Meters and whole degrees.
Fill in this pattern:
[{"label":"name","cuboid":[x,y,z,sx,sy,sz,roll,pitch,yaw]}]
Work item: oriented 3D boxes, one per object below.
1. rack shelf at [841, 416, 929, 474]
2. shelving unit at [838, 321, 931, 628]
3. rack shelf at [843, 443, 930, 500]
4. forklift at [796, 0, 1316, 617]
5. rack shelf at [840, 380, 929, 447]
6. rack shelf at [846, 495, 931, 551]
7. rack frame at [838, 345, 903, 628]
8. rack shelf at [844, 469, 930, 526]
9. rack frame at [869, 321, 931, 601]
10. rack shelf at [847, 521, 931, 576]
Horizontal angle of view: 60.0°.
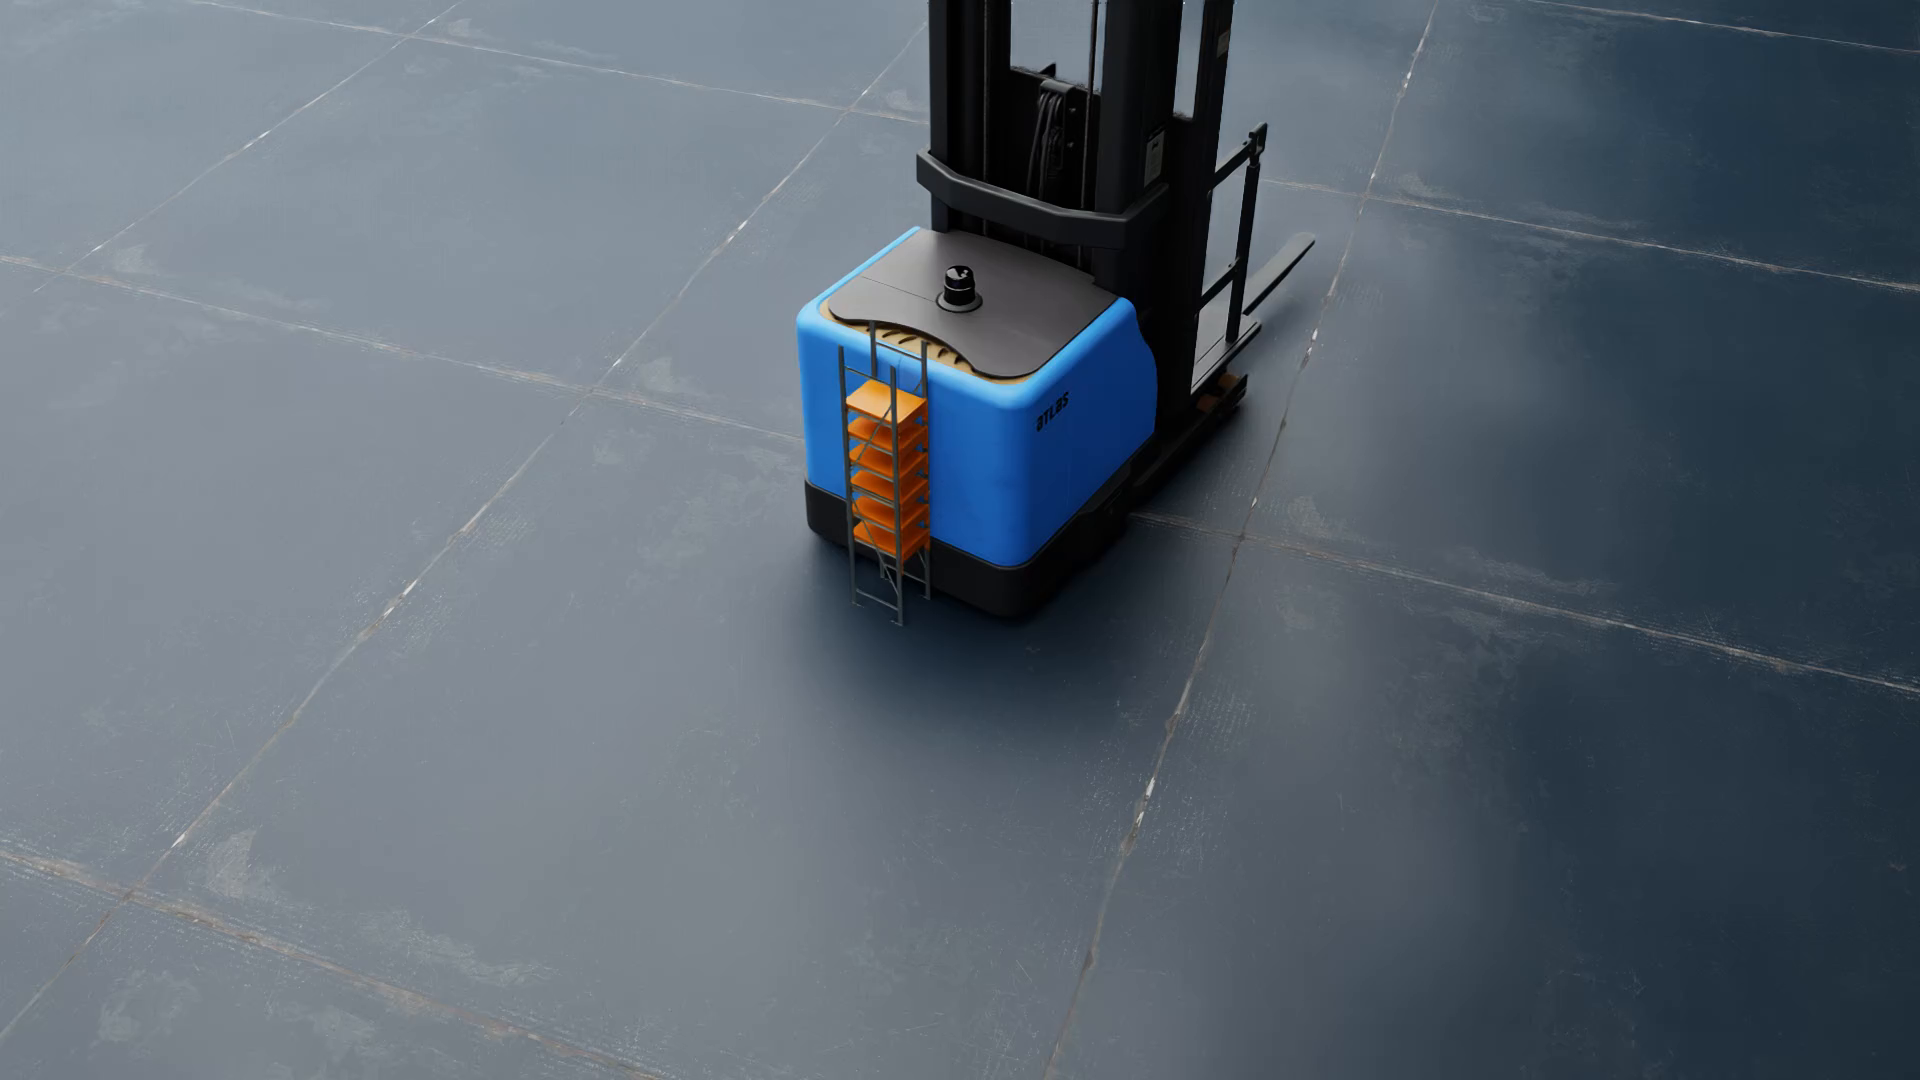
[{"label":"rack shelf","cuboid":[-0.266,-0.364,5.951,0.258,0.103,0.180,24,46,25]},{"label":"shelving unit","cuboid":[-0.266,-0.215,6.078,0.258,1.200,0.189,24,46,25]},{"label":"rack shelf","cuboid":[-0.266,-0.273,6.029,0.258,0.103,0.180,24,46,25]},{"label":"forklift","cuboid":[0.622,-1.747,6.540,1.130,2.935,3.031,24,46,25]},{"label":"rack shelf","cuboid":[-0.266,-0.455,5.873,0.258,0.103,0.180,24,46,25]},{"label":"rack shelf","cuboid":[-0.266,-0.090,6.184,0.258,0.103,0.180,24,46,25]},{"label":"rack frame","cuboid":[-0.317,-0.166,6.020,0.240,1.200,0.006,24,46,25]},{"label":"rack shelf","cuboid":[-0.266,-0.181,6.107,0.258,0.103,0.180,24,46,25]},{"label":"rack frame","cuboid":[-0.215,-0.264,6.135,0.240,1.200,0.006,24,46,25]},{"label":"rack shelf","cuboid":[-0.266,0.001,6.262,0.258,0.103,0.180,24,46,25]}]
